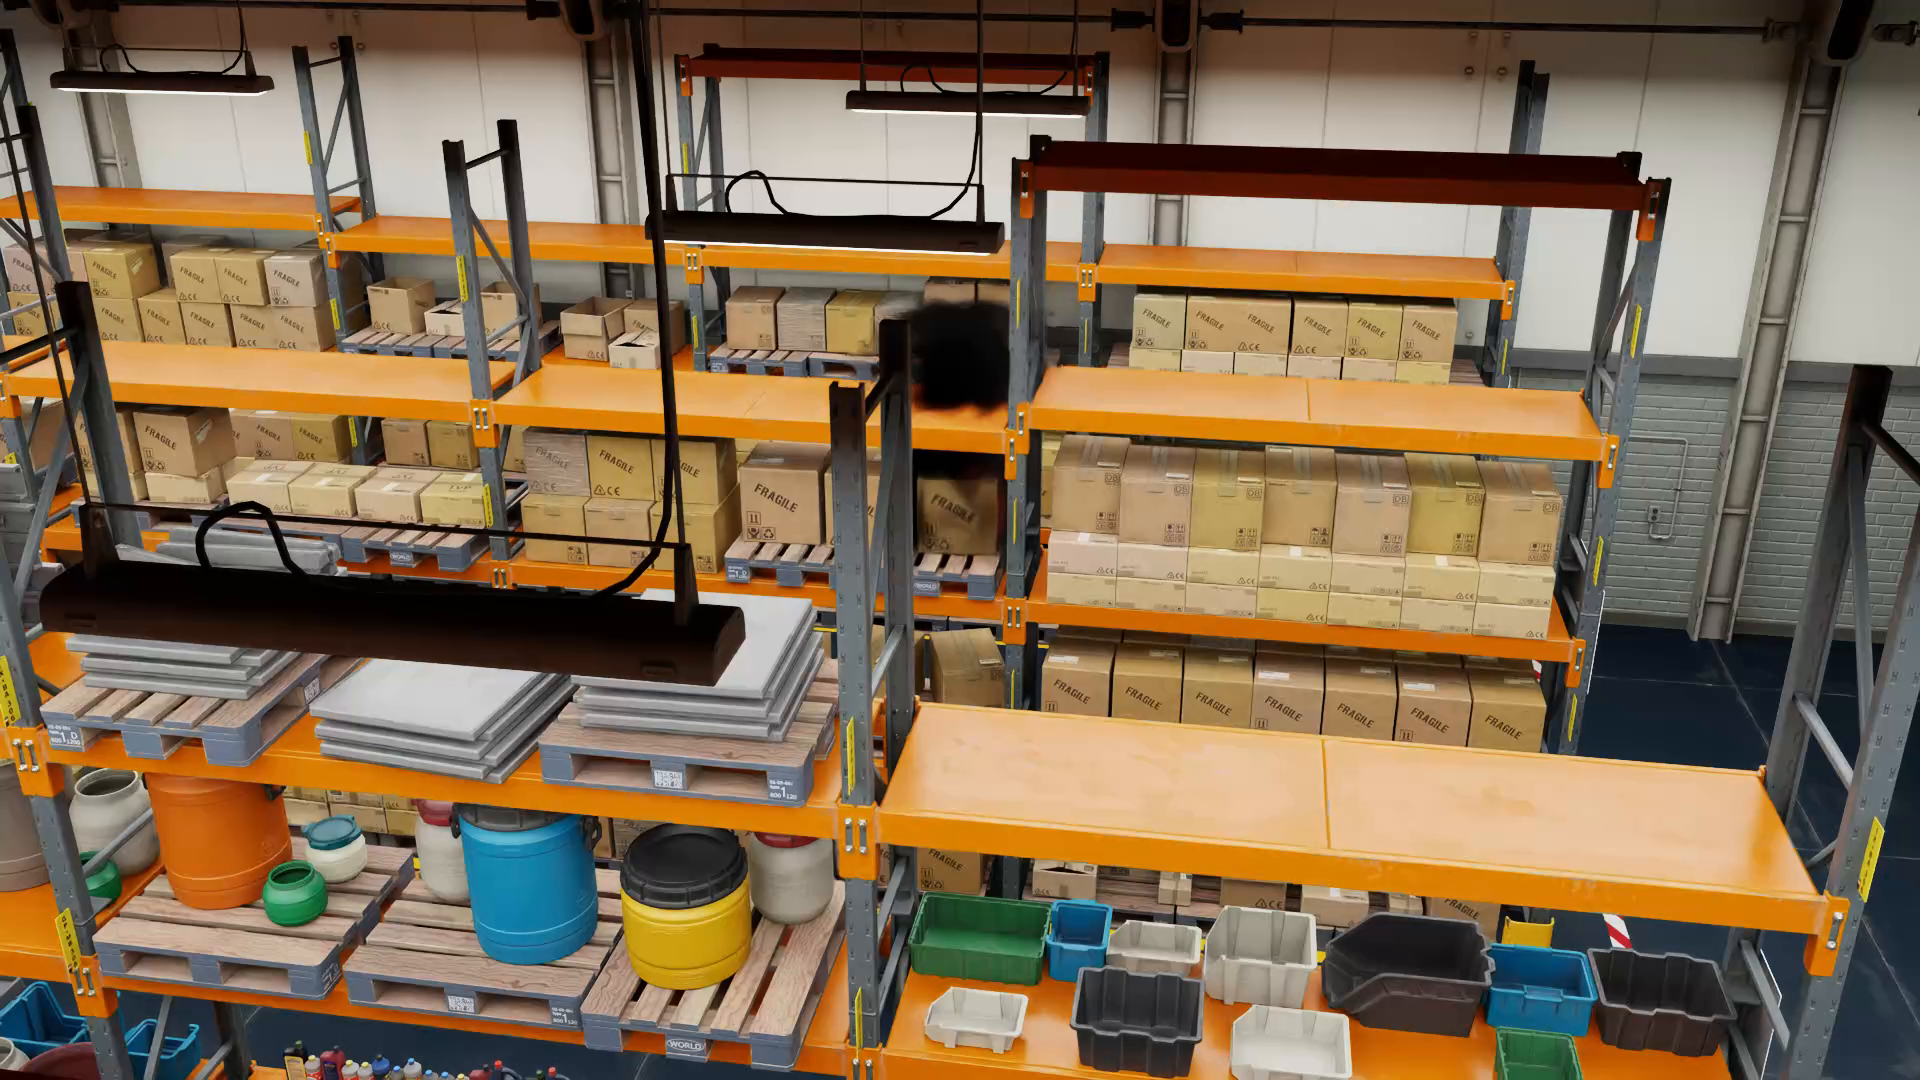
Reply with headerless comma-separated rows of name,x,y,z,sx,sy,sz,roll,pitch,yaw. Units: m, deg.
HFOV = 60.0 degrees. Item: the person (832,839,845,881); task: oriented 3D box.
person,-0.992,2.649,11.958,0.665,1.685,0.692,7,24,15
